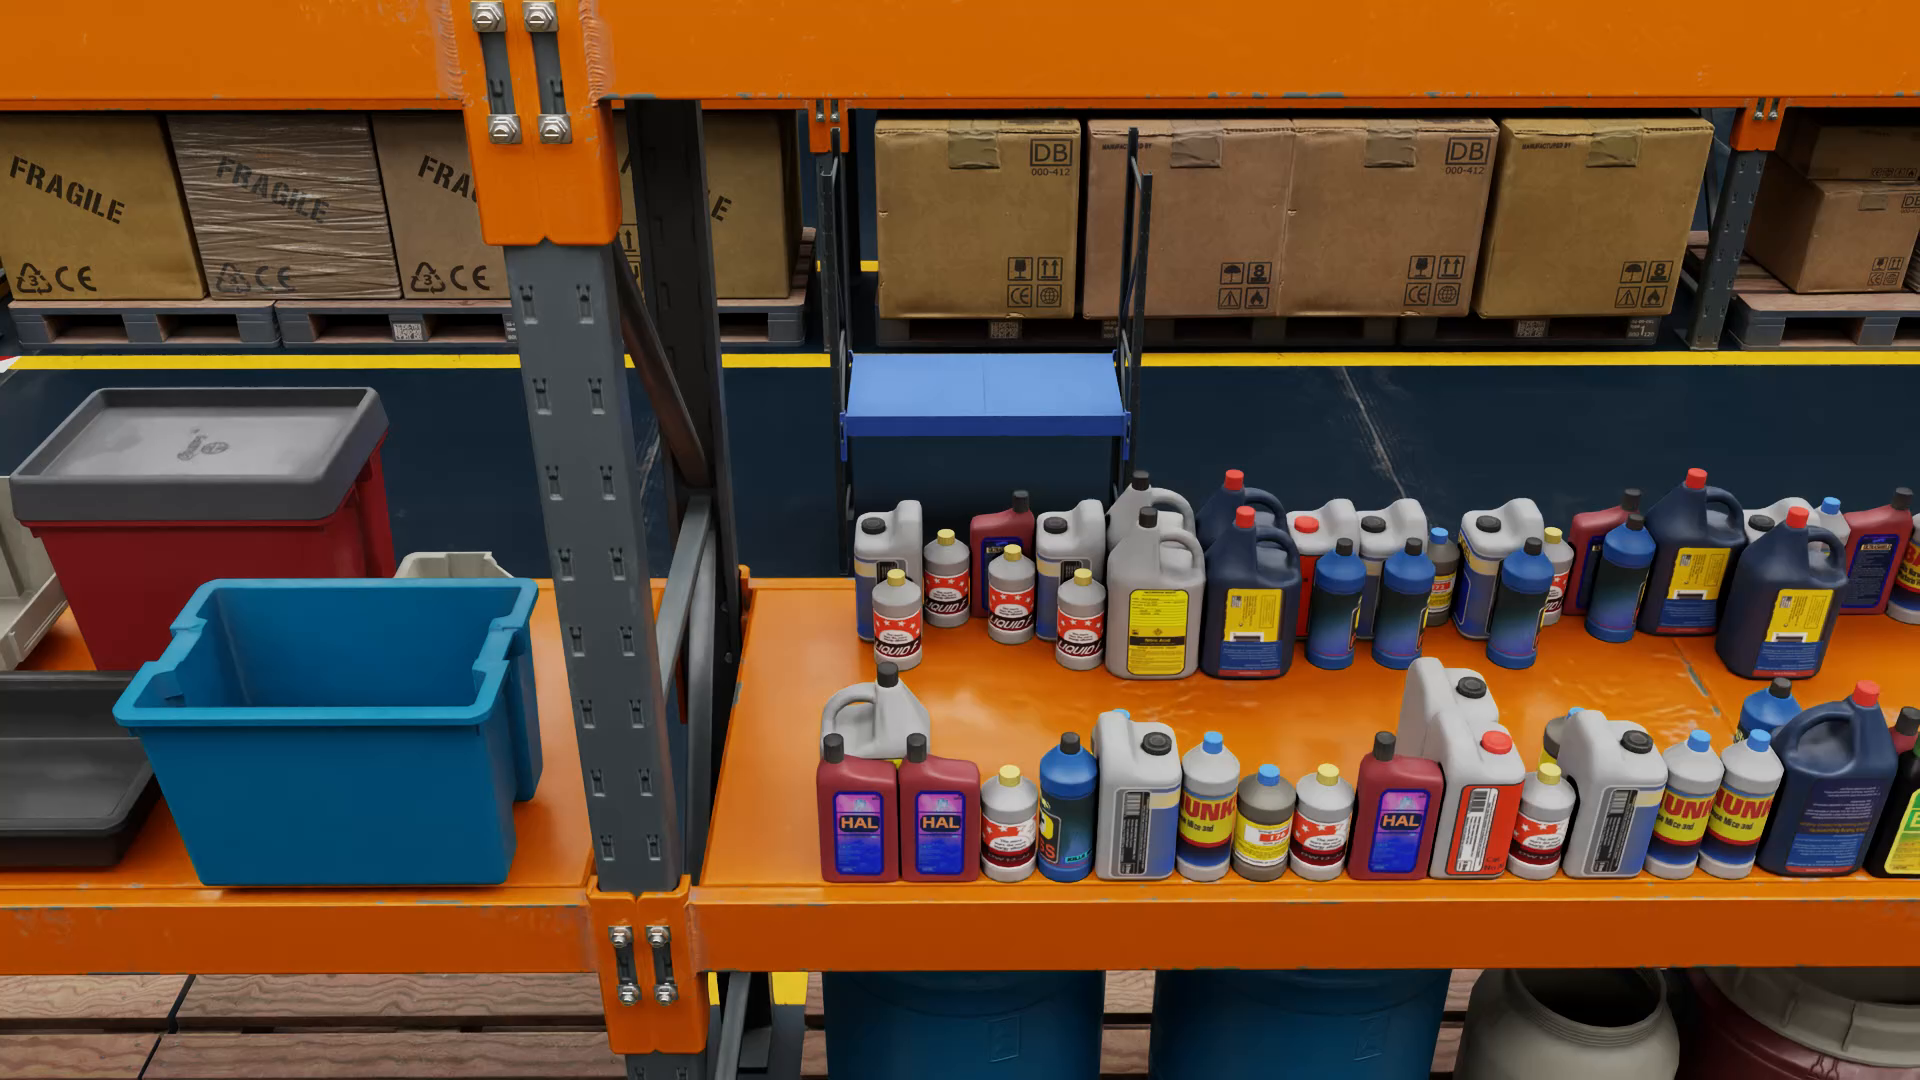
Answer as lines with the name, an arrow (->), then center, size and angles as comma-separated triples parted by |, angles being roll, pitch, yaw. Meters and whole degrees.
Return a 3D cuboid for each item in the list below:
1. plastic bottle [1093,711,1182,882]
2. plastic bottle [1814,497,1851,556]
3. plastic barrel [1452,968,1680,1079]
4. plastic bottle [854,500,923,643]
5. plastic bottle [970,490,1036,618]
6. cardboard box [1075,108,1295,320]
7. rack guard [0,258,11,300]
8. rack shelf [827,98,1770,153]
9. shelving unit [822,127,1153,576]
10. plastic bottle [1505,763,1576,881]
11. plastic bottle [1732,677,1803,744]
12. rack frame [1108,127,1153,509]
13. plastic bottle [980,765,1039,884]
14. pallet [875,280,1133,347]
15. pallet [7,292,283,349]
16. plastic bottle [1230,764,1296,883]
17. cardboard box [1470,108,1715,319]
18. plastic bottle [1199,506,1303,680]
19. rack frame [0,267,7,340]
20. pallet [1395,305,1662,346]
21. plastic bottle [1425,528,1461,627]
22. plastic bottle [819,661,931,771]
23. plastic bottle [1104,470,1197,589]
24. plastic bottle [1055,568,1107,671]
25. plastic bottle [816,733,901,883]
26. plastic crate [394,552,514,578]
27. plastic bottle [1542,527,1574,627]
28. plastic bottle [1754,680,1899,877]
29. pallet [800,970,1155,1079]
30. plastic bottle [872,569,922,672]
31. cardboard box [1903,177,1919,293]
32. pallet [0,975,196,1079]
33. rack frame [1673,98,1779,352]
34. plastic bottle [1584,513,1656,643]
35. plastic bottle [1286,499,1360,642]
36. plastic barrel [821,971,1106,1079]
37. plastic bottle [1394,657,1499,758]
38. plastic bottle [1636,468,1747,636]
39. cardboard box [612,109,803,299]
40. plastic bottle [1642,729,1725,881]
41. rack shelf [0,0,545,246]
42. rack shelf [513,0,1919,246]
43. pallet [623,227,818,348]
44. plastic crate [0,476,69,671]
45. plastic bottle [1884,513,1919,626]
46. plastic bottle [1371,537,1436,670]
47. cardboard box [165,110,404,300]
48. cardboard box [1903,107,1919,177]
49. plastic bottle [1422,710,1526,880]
plastic bottle -> 0.295, 0.419, 2.787 | 0.135, 0.276, 0.152 | 0, 31, 0
plastic bottle -> 1.758, 0.037, 3.421 | 0.097, 0.271, 0.097 | 0, 31, 0
plastic barrel -> 1.281, 1.105, 3.531 | 0.421, 0.512, 0.421 | 0, 31, 0
plastic bottle -> -0.144, 0.055, 3.387 | 0.135, 0.276, 0.152 | 0, 31, 0
plastic bottle -> 0.087, 0.028, 3.425 | 0.133, 0.283, 0.061 | 0, 31, 0
cardboard box -> 0.967, -1.685, 7.779 | 0.875, 0.875, 1.225 | -1, 31, -2
rack guard -> -4.590, -1.317, 7.938 | 0.348, 0.500, 1.175 | 0, 31, 0
rack shelf -> 1.434, -2.097, 7.508 | 4.000, 0.370, 1.077 | 0, 31, 0
shelving unit -> 0.085, -0.641, 5.861 | 1.048, 1.500, 0.538 | 0, 31, 0
plastic bottle -> 0.971, 0.463, 2.786 | 0.097, 0.201, 0.097 | 0, 31, 0
plastic bottle -> 1.397, 0.357, 2.894 | 0.097, 0.271, 0.097 | 0, 31, 0
rack frame -> 0.594, -0.643, 5.864 | 0.032, 1.500, 0.500 | 0, 31, 0
plastic bottle -> 0.082, 0.466, 2.782 | 0.097, 0.201, 0.097 | 0, 31, 0
pallet -> 0.205, -1.247, 8.102 | 1.213, 0.211, 1.003 | 0, 31, 0
pallet -> -3.767, -1.236, 8.084 | 1.213, 0.211, 1.003 | 0, 31, 0
plastic bottle -> 0.508, 0.465, 2.784 | 0.097, 0.201, 0.097 | 0, 31, 0
cardboard box -> 2.744, -1.690, 7.788 | 0.875, 0.875, 1.225 | -2, 31, -3
plastic bottle -> 0.567, 0.094, 3.251 | 0.185, 0.351, 0.144 | 0, 31, 0
rack frame -> -4.566, -2.386, 7.290 | 0.127, 3.000, 1.000 | 0, 31, 0
pallet -> 2.645, -1.255, 8.115 | 1.213, 0.211, 1.003 | 0, 31, 0
plastic bottle -> 0.976, 0.069, 3.435 | 0.097, 0.201, 0.097 | 0, 31, 0
plastic bottle -> -0.142, 0.359, 2.814 | 0.185, 0.351, 0.144 | 0, 31, 0
plastic bottle -> 0.381, 0.020, 3.374 | 0.185, 0.351, 0.144 | 0, 31, 0
plastic bottle -> 0.241, 0.151, 3.302 | 0.097, 0.201, 0.097 | 0, 31, 0
plastic bottle -> -0.167, 0.441, 2.744 | 0.133, 0.283, 0.061 | 0, 31, 0
plastic crate -> -1.003, 0.186, 3.249 | 0.243, 0.136, 0.396 | 0, 31, 0
plastic bottle -> 1.208, 0.069, 3.437 | 0.097, 0.201, 0.097 | 0, 31, 0
plastic bottle -> 1.441, 0.386, 2.770 | 0.185, 0.351, 0.144 | 0, 31, 0
pallet -> 0.236, 1.382, 3.768 | 1.213, 0.211, 1.003 | 0, 31, 0
plastic bottle -> -0.125, 0.152, 3.300 | 0.097, 0.201, 0.097 | 0, 31, 0
cardboard box -> 4.658, -1.551, 7.900 | 0.500, 0.500, 0.700 | -3, 31, -4
pallet -> -2.494, 1.391, 3.754 | 1.213, 0.211, 1.003 | 0, 31, 0
rack frame -> 3.434, -2.411, 7.331 | 0.127, 3.000, 1.000 | 0, 31, 0
plastic bottle -> 1.342, 0.070, 3.367 | 0.097, 0.271, 0.097 | 0, 31, 0
plastic bottle -> 0.726, 0.053, 3.391 | 0.135, 0.276, 0.152 | 0, 31, 0
plastic barrel -> 0.008, 0.896, 3.500 | 0.708, 0.901, 0.600 | 0, 31, 0
plastic bottle -> 0.854, 0.339, 2.920 | 0.135, 0.276, 0.152 | 0, 31, 0
plastic bottle -> 1.482, 0.016, 3.379 | 0.185, 0.351, 0.144 | 0, 31, 0
cardboard box -> -1.227, -1.709, 7.818 | 0.875, 0.875, 0.875 | 0, 31, 0
plastic bottle -> 1.203, 0.433, 2.769 | 0.097, 0.271, 0.097 | 0, 31, 0
rack shelf -> -2.536, -0.798, 2.474 | 4.000, 0.370, 1.077 | 0, 31, 0
rack shelf -> 1.464, -0.810, 2.495 | 4.000, 0.370, 1.077 | 0, 31, 0
pallet -> -1.327, -1.244, 8.097 | 1.213, 0.211, 1.003 | 0, 31, 0
plastic crate -> -2.064, 0.105, 3.241 | 0.530, 0.282, 0.437 | 0, 31, 0
plastic bottle -> 1.989, 0.036, 3.422 | 0.097, 0.271, 0.097 | 0, 31, 0
plastic bottle -> 0.879, 0.119, 3.287 | 0.097, 0.271, 0.097 | 0, 31, 0
cardboard box -> -3.017, -1.703, 7.809 | 0.875, 0.875, 0.875 | 0, 31, 0
cardboard box -> 4.634, -1.875, 7.712 | 0.500, 0.250, 0.500 | 3, 31, 5
plastic bottle -> 0.855, 0.417, 2.790 | 0.135, 0.276, 0.152 | 0, 31, 0
